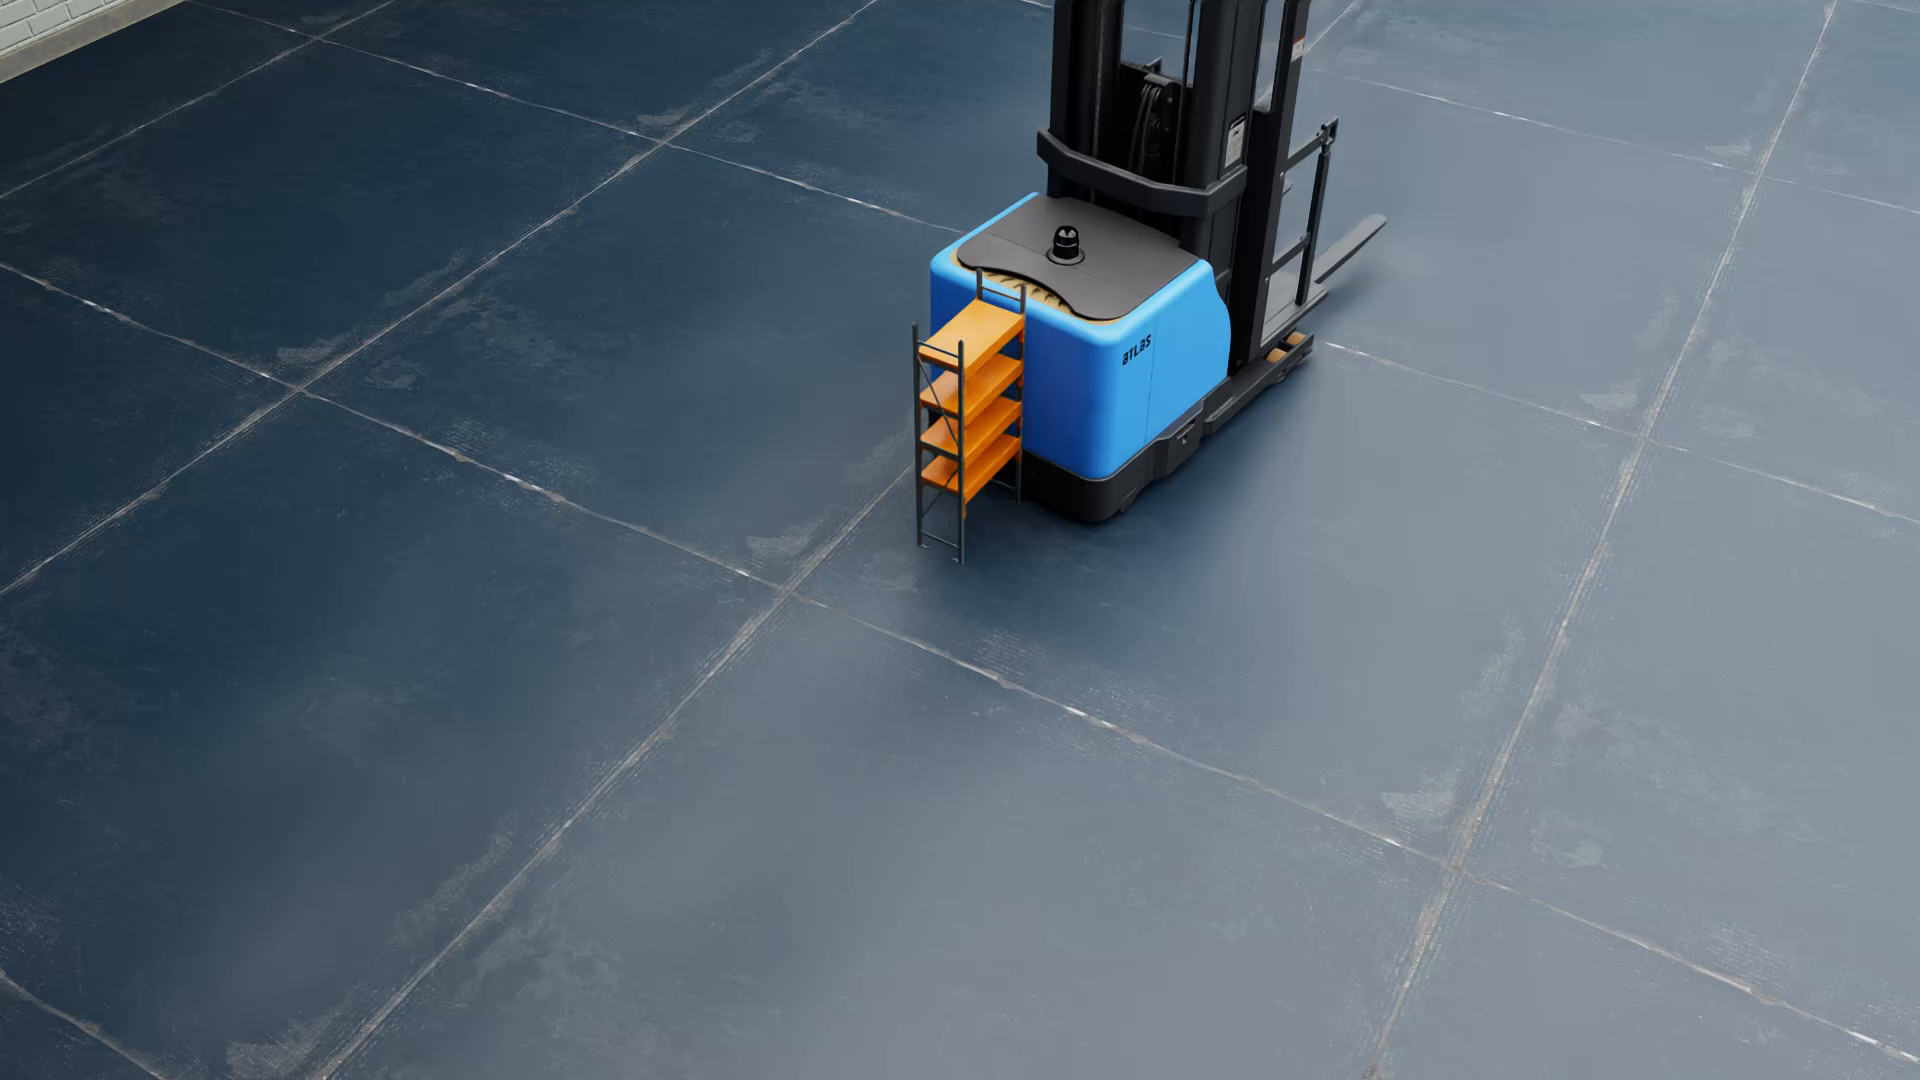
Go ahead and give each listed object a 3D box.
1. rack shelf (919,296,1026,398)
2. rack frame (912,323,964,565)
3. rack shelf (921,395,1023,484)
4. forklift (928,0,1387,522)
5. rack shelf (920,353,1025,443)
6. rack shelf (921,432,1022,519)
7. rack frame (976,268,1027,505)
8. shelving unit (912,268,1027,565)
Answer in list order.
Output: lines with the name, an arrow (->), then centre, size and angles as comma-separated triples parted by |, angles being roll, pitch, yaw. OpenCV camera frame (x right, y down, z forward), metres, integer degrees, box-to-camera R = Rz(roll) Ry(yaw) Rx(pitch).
rack shelf -> 0.043, -0.817, 6.991 | 0.258, 0.148, 0.480 | 23, 46, 24
rack frame -> -0.088, -0.386, 7.096 | 0.240, 1.200, 0.015 | 23, 46, 24
rack shelf -> 0.043, -0.472, 7.295 | 0.258, 0.148, 0.480 | 23, 46, 24
forklift -> 1.169, -2.095, 7.727 | 1.130, 2.935, 3.031 | 28, 49, 28
rack shelf -> 0.043, -0.639, 7.147 | 0.258, 0.148, 0.480 | 23, 46, 24
rack shelf -> 0.043, -0.323, 7.426 | 0.258, 0.148, 0.480 | 23, 46, 24
rack frame -> 0.175, -0.658, 7.405 | 0.240, 1.200, 0.015 | 23, 46, 24
shelving unit -> 0.043, -0.522, 7.250 | 0.258, 1.200, 0.503 | 23, 46, 24
